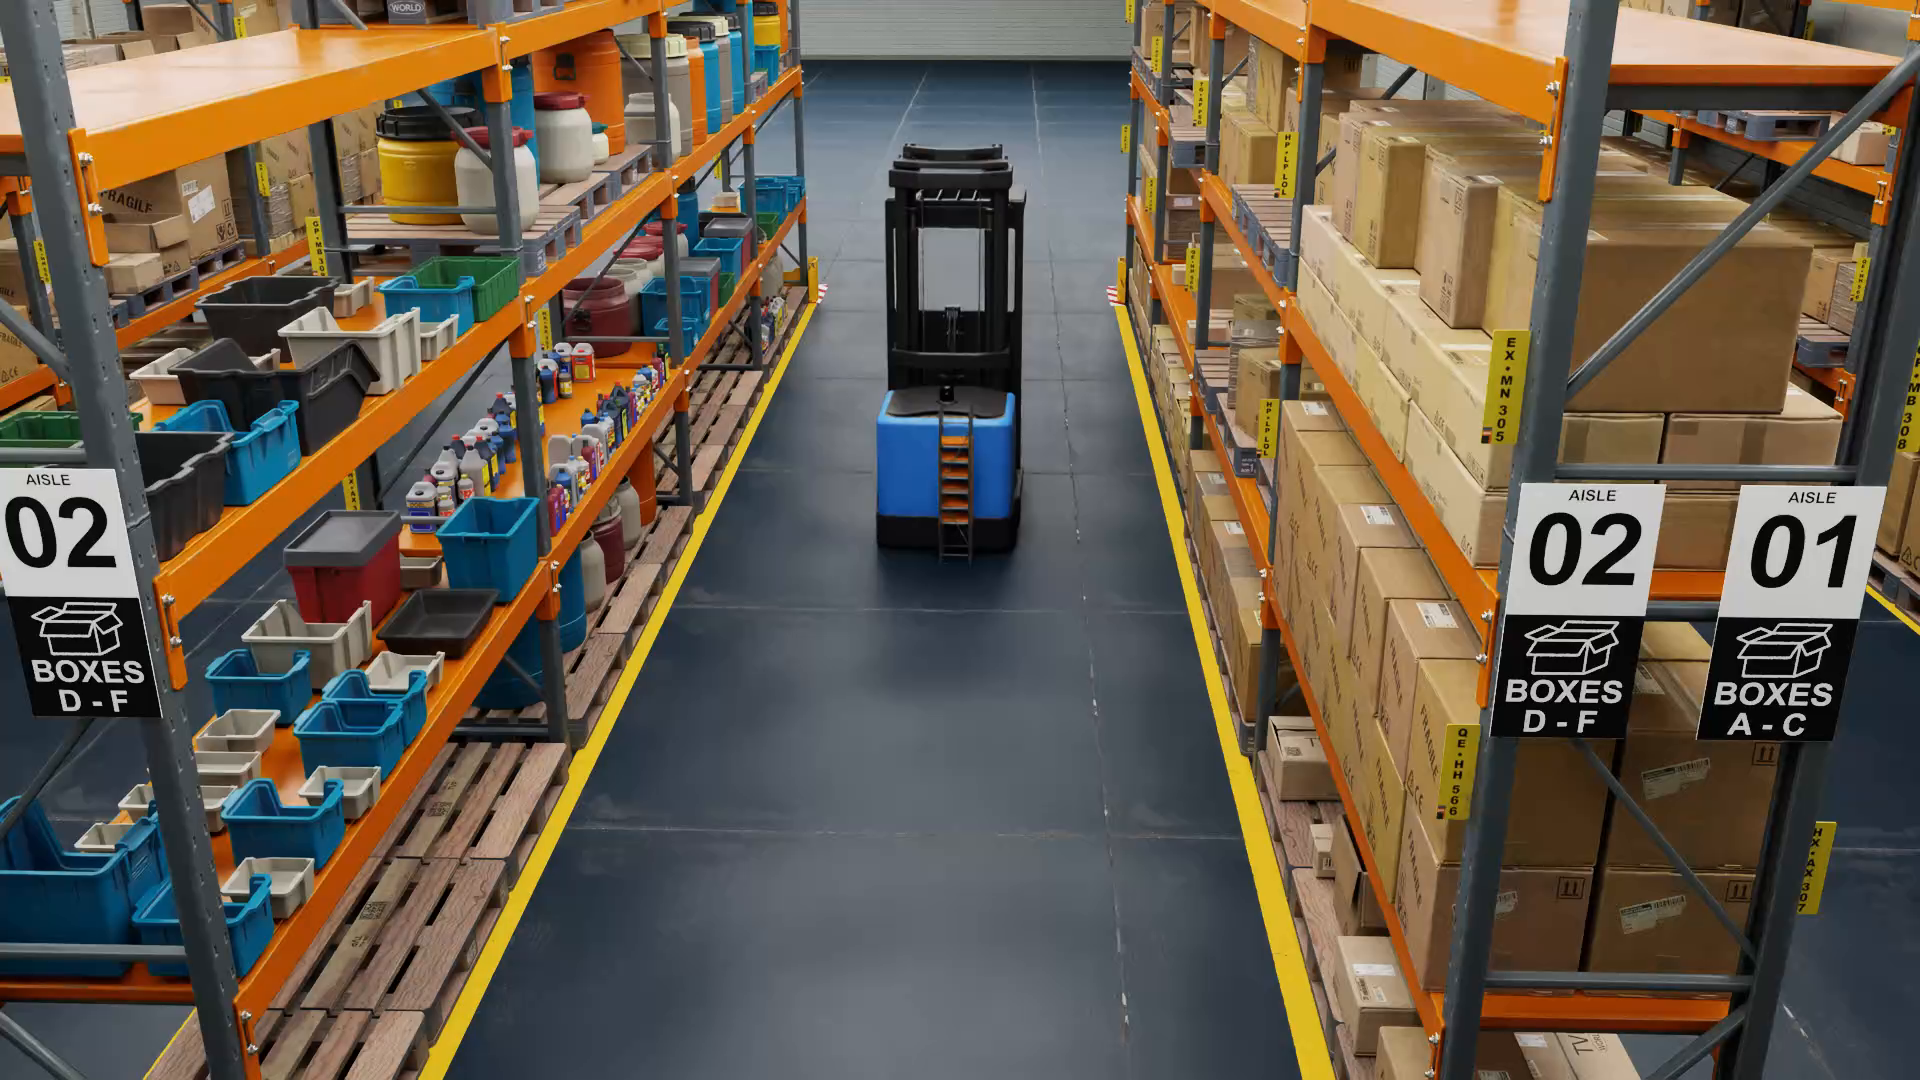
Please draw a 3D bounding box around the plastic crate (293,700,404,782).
[{"bbox_3d":[-2.513,0.836,6.876,0.416,0.233,0.300,1,21,2],"label":"plastic crate"}]

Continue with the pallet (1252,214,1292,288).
[{"bbox_3d":[2.273,-1.588,9.089,1.213,0.211,1.003,1,21,2],"label":"pallet"}]

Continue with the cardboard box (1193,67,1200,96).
[{"bbox_3d":[2.398,-4.237,15.281,0.500,0.250,0.500,3,21,7],"label":"cardboard box"}]

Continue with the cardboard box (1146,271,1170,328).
[{"bbox_3d":[2.249,-2.549,17.636,0.500,0.500,0.500,1,21,2],"label":"cardboard box"}]

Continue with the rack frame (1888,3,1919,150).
[{"bbox_3d":[7.256,-4.233,11.497,1.000,3.000,0.127,1,21,2],"label":"rack frame"}]

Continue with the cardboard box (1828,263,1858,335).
[{"bbox_3d":[7.260,-1.857,12.923,0.700,0.500,0.500,-2,21,-5],"label":"cardboard box"}]

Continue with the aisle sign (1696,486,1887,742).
[{"bbox_3d":[2.353,0.220,4.722,0.394,0.787,0.004,1,21,2],"label":"aisle sign"}]

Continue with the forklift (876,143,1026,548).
[{"bbox_3d":[-0.027,-1.795,13.604,1.130,2.935,3.031,1,21,4],"label":"forklift"}]

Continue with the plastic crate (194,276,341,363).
[{"bbox_3d":[-3.080,-0.990,7.467,0.497,0.269,0.590,1,21,2],"label":"plastic crate"}]

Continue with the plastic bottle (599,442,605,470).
[{"bbox_3d":[-2.314,-0.545,10.562,0.097,0.201,0.097,0,21,0],"label":"plastic bottle"}]

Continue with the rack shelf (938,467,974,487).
[{"bbox_3d":[-0.030,-0.474,12.383,0.258,0.103,0.180,1,21,4],"label":"rack shelf"}]

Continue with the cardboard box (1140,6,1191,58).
[{"bbox_3d":[2.224,-5.490,17.972,0.500,0.500,0.500,1,21,2],"label":"cardboard box"}]

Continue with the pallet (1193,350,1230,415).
[{"bbox_3d":[2.354,-1.154,12.120,1.213,0.211,1.003,1,21,2],"label":"pallet"}]

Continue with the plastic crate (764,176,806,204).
[{"bbox_3d":[-2.119,-4.184,19.870,0.499,0.251,0.616,1,21,2],"label":"plastic crate"}]

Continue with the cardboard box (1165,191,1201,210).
[{"bbox_3d":[2.220,-3.385,16.571,0.380,0.149,0.250,1,21,2],"label":"cardboard box"}]

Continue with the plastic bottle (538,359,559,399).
[{"bbox_3d":[-2.997,-1.167,12.061,0.152,0.276,0.135,1,21,2],"label":"plastic bottle"}]

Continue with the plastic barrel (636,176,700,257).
[{"bbox_3d":[-2.839,-3.088,16.149,0.600,0.901,0.708,1,21,2],"label":"plastic barrel"}]

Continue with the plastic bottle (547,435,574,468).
[{"bbox_3d":[-2.497,-0.540,10.446,0.152,0.276,0.135,1,21,2],"label":"plastic bottle"}]

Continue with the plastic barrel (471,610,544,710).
[{"bbox_3d":[-2.734,0.488,9.946,0.600,0.901,0.708,1,21,2],"label":"plastic barrel"}]

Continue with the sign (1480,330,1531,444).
[{"bbox_3d":[1.507,-0.421,4.596,0.100,0.325,0.005,1,21,2],"label":"sign"}]

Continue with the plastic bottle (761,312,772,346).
[{"bbox_3d":[-2.085,-2.248,17.731,0.144,0.351,0.185,1,21,3],"label":"plastic bottle"}]

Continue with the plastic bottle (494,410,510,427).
[{"bbox_3d":[-3.001,-0.721,10.919,0.097,0.271,0.097,0,21,0],"label":"plastic bottle"}]

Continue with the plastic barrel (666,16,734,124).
[{"bbox_3d":[-2.343,-4.200,14.868,0.600,0.901,0.600,0,21,0],"label":"plastic barrel"}]

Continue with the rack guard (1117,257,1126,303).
[{"bbox_3d":[2.549,-3.225,20.649,1.175,0.500,0.348,1,21,2],"label":"rack guard"}]

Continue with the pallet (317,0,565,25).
[{"bbox_3d":[-2.774,-2.920,8.929,1.003,0.211,1.213,1,21,2],"label":"pallet"}]

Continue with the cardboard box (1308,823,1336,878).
[{"bbox_3d":[1.938,1.535,8.234,0.380,0.166,0.250,1,21,2],"label":"cardboard box"}]

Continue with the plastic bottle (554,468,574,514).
[{"bbox_3d":[-2.338,-0.292,9.812,0.097,0.271,0.097,0,21,0],"label":"plastic bottle"}]

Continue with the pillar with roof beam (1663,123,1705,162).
[{"bbox_3d":[4.040,-6.910,18.397,9.100,9.000,0.400,1,21,2],"label":"pillar with roof beam"}]

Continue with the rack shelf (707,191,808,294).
[{"bbox_3d":[-2.464,-3.379,18.585,1.077,0.370,4.000,1,21,2],"label":"rack shelf"}]

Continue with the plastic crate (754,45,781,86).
[{"bbox_3d":[-2.160,-5.135,17.993,0.392,0.384,0.575,1,21,2],"label":"plastic crate"}]

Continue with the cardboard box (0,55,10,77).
[{"bbox_3d":[-7.326,-3.444,12.783,0.500,0.500,0.500,1,21,2],"label":"cardboard box"}]

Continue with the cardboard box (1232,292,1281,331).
[{"bbox_3d":[2.398,-1.502,12.035,0.700,0.500,0.500,-7,22,-16],"label":"cardboard box"}]

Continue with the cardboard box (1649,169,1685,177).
[{"bbox_3d":[7.092,-3.526,17.112,0.500,0.500,0.500,1,21,1],"label":"cardboard box"}]

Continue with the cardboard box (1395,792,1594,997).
[{"bbox_3d":[1.803,1.192,5.672,0.500,0.500,0.500,1,21,3],"label":"cardboard box"}]

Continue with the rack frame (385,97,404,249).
[{"bbox_3d":[-7.354,-4.492,20.459,1.000,3.000,0.127,1,21,2],"label":"rack frame"}]

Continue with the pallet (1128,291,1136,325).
[{"bbox_3d":[2.566,-2.804,19.965,1.003,0.211,1.213,1,21,2],"label":"pallet"}]

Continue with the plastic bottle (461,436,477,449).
[{"bbox_3d":[-3.053,-0.501,10.345,0.152,0.276,0.135,1,21,2],"label":"plastic bottle"}]

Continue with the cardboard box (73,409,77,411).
[{"bbox_3d":[-7.597,-0.881,14.001,0.700,0.500,0.500,0,21,-1],"label":"cardboard box"}]

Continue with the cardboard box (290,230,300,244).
[{"bbox_3d":[-7.168,-3.184,17.435,0.380,0.149,0.250,1,21,2],"label":"cardboard box"}]

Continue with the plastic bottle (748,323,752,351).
[{"bbox_3d":[-2.201,-2.158,17.592,0.061,0.283,0.133,1,21,2],"label":"plastic bottle"}]

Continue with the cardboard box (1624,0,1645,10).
[{"bbox_3d":[7.134,-5.374,17.037,0.500,0.500,0.500,0,21,0],"label":"cardboard box"}]

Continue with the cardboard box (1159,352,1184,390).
[{"bbox_3d":[2.130,-1.596,15.440,0.500,0.311,0.500,0,21,0],"label":"cardboard box"}]

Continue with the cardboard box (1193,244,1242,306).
[{"bbox_3d":[2.355,-2.333,14.756,0.500,0.500,0.500,1,21,2],"label":"cardboard box"}]

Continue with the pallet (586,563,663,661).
[{"bbox_3d":[-2.669,0.481,11.498,1.003,0.211,1.213,1,21,2],"label":"pallet"}]

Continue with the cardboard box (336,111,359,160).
[{"bbox_3d":[-7.151,-4.580,18.754,0.500,0.500,0.500,1,21,2],"label":"cardboard box"}]

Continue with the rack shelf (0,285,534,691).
[{"bbox_3d":[-2.829,-0.438,6.860,1.077,0.370,4.000,1,21,2],"label":"rack shelf"}]

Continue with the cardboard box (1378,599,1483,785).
[{"bbox_3d":[1.814,0.544,5.959,0.500,0.500,0.500,1,21,3],"label":"cardboard box"}]

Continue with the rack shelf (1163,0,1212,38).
[{"bbox_3d":[2.365,-4.487,13.700,1.077,0.370,4.000,1,21,2],"label":"rack shelf"}]

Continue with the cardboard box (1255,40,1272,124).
[{"bbox_3d":[2.269,-3.058,11.096,0.500,0.500,0.500,1,21,2],"label":"cardboard box"}]

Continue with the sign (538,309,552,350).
[{"bbox_3d":[-3.196,-1.624,12.843,0.100,0.325,0.005,1,21,2],"label":"sign"}]

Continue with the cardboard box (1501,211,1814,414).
[{"bbox_3d":[2.061,-0.693,5.002,0.700,0.500,0.500,1,21,2],"label":"cardboard box"}]

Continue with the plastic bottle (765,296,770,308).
[{"bbox_3d":[-2.162,-2.617,18.774,0.061,0.283,0.133,1,21,2],"label":"plastic bottle"}]

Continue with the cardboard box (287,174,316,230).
[{"bbox_3d":[-7.350,-3.573,17.542,0.875,0.500,0.500,1,21,2],"label":"cardboard box"}]

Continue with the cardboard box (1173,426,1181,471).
[{"bbox_3d":[2.089,-0.782,14.118,0.500,0.250,0.500,0,21,1],"label":"cardboard box"}]

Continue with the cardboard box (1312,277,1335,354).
[{"bbox_3d":[1.901,-1.017,7.565,0.500,0.250,0.500,1,21,2],"label":"cardboard box"}]

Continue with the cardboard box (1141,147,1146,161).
[{"bbox_3d":[2.315,-4.495,19.433,0.380,0.149,0.250,0,21,0],"label":"cardboard box"}]

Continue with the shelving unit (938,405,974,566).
[{"bbox_3d":[-0.030,-0.404,12.411,0.258,1.200,0.189,1,21,4],"label":"shelving unit"}]

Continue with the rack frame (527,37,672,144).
[{"bbox_3d":[-2.646,-4.342,11.778,1.000,3.000,0.127,1,21,2],"label":"rack frame"}]
